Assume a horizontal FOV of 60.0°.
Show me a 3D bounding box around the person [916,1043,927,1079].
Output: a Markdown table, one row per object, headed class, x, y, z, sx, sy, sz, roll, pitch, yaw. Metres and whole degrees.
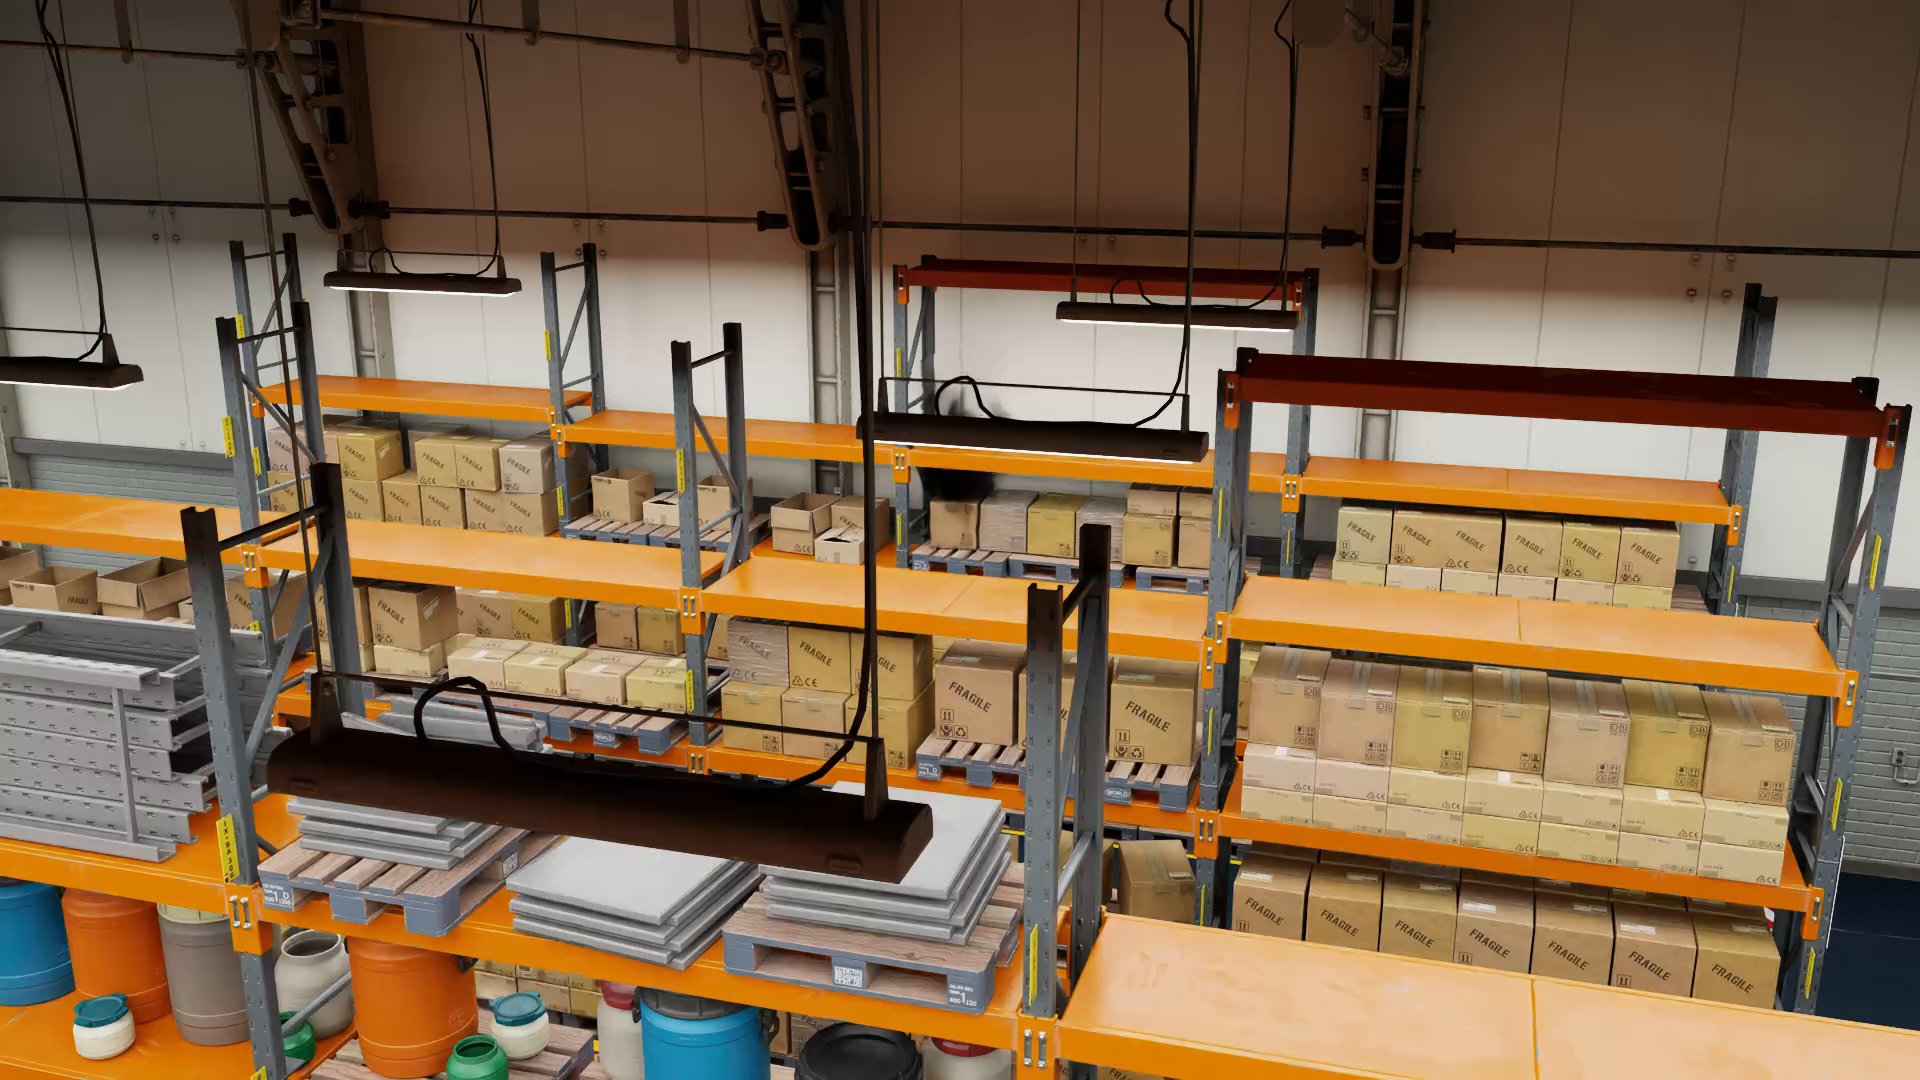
| class | x | y | z | sx | sy | sz | roll | pitch | yaw |
| --- | --- | --- | --- | --- | --- | --- | --- | --- | --- |
| person | -0.184 | 4.179 | 11.374 | 0.751 | 1.632 | 0.556 | 3 | 16 | 10 |
